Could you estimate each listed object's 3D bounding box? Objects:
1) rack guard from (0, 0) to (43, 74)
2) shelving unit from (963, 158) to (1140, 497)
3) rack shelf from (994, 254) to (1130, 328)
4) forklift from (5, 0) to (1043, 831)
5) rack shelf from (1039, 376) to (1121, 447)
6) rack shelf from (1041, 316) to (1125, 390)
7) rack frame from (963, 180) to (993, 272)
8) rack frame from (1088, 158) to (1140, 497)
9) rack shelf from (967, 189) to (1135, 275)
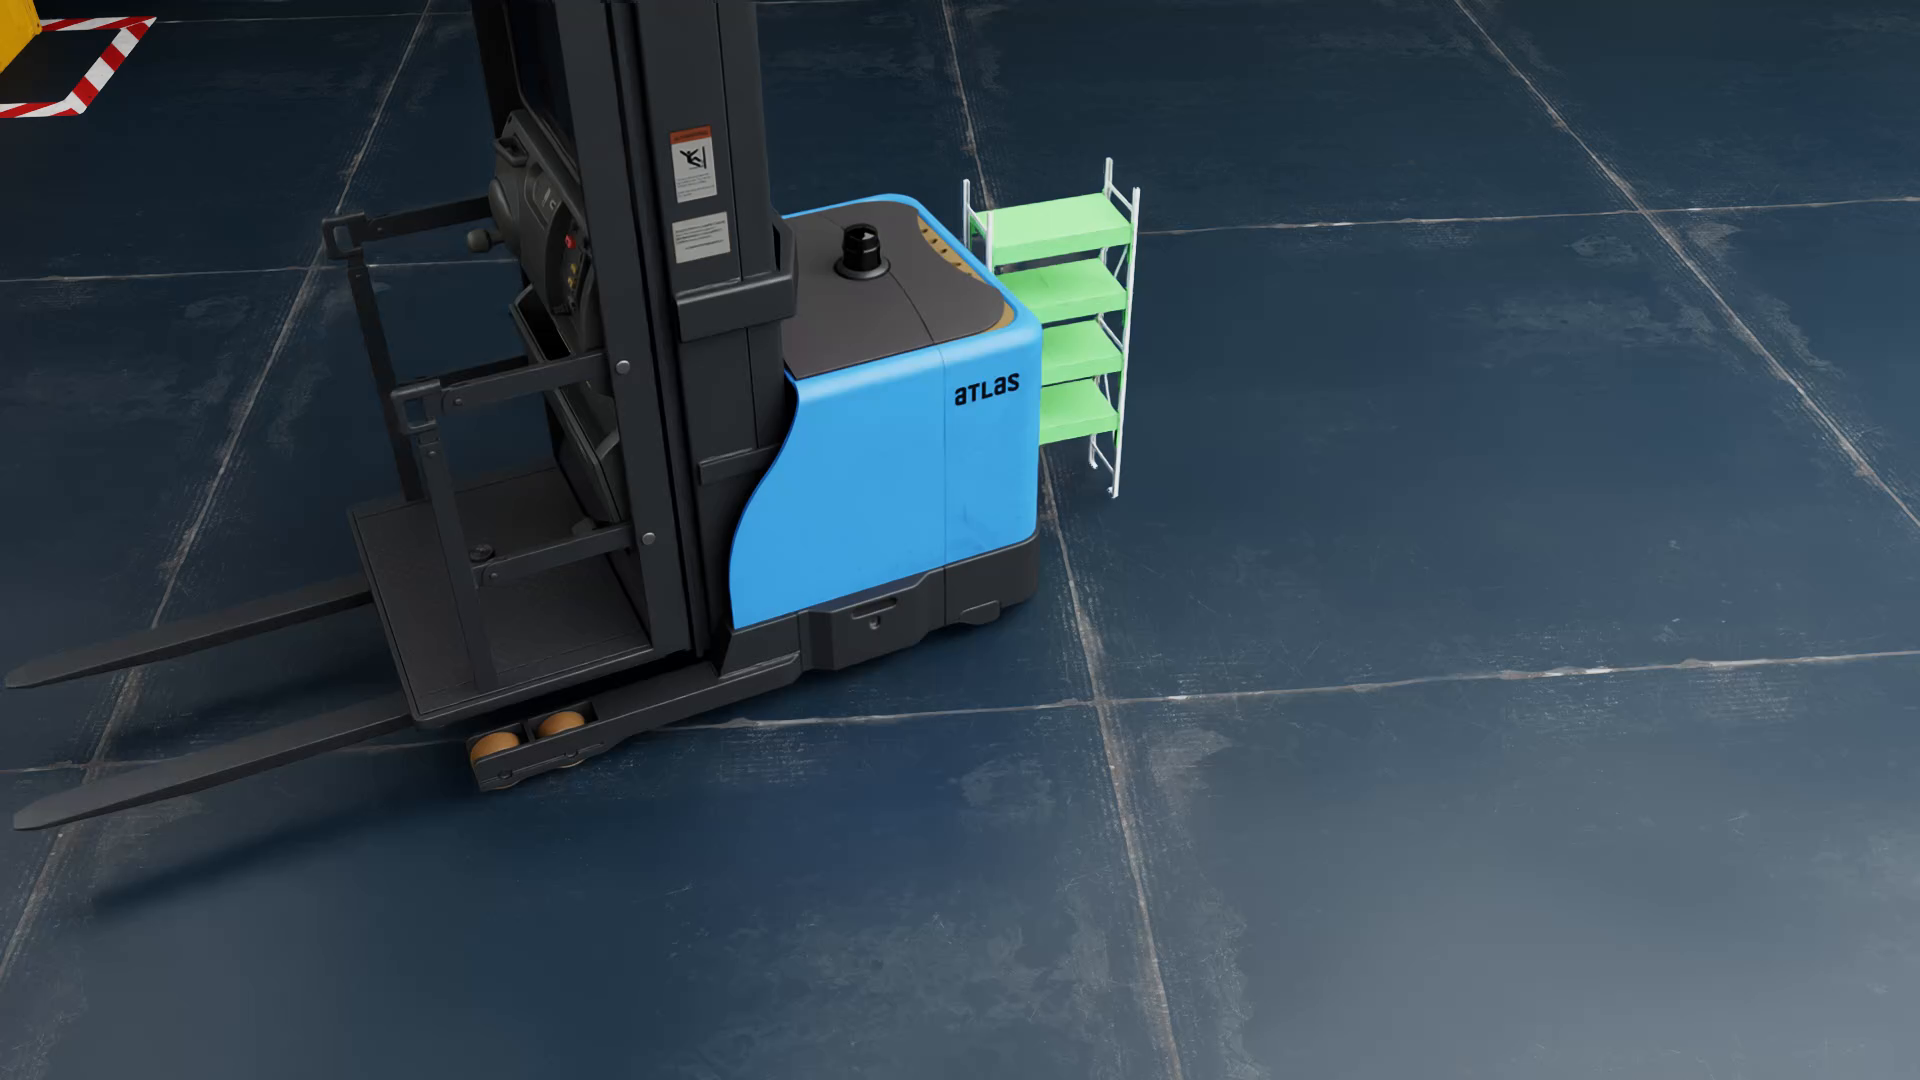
[{"bbox_3d":[-5.315,-2.746,8.827,0.348,0.500,1.175,-3,38,-4],"label":"rack guard"},{"bbox_3d":[0.287,-0.645,5.599,0.503,1.200,0.258,-12,40,-15],"label":"shelving unit"},{"bbox_3d":[0.287,-0.784,5.490,0.480,0.148,0.258,-12,40,-15],"label":"rack shelf"},{"bbox_3d":[-1.298,-0.802,4.400,3.031,2.935,1.130,-17,41,-20],"label":"forklift"},{"bbox_3d":[0.287,-0.407,5.787,0.480,0.148,0.258,-12,40,-15],"label":"rack shelf"},{"bbox_3d":[0.287,-0.595,5.639,0.480,0.148,0.258,-12,40,-15],"label":"rack shelf"},{"bbox_3d":[0.056,-0.596,5.537,0.015,1.200,0.240,-12,40,-15],"label":"rack frame"},{"bbox_3d":[0.518,-0.694,5.661,0.015,1.200,0.240,-12,40,-15],"label":"rack frame"},{"bbox_3d":[0.287,-0.972,5.341,0.480,0.148,0.258,-12,40,-15],"label":"rack shelf"}]
